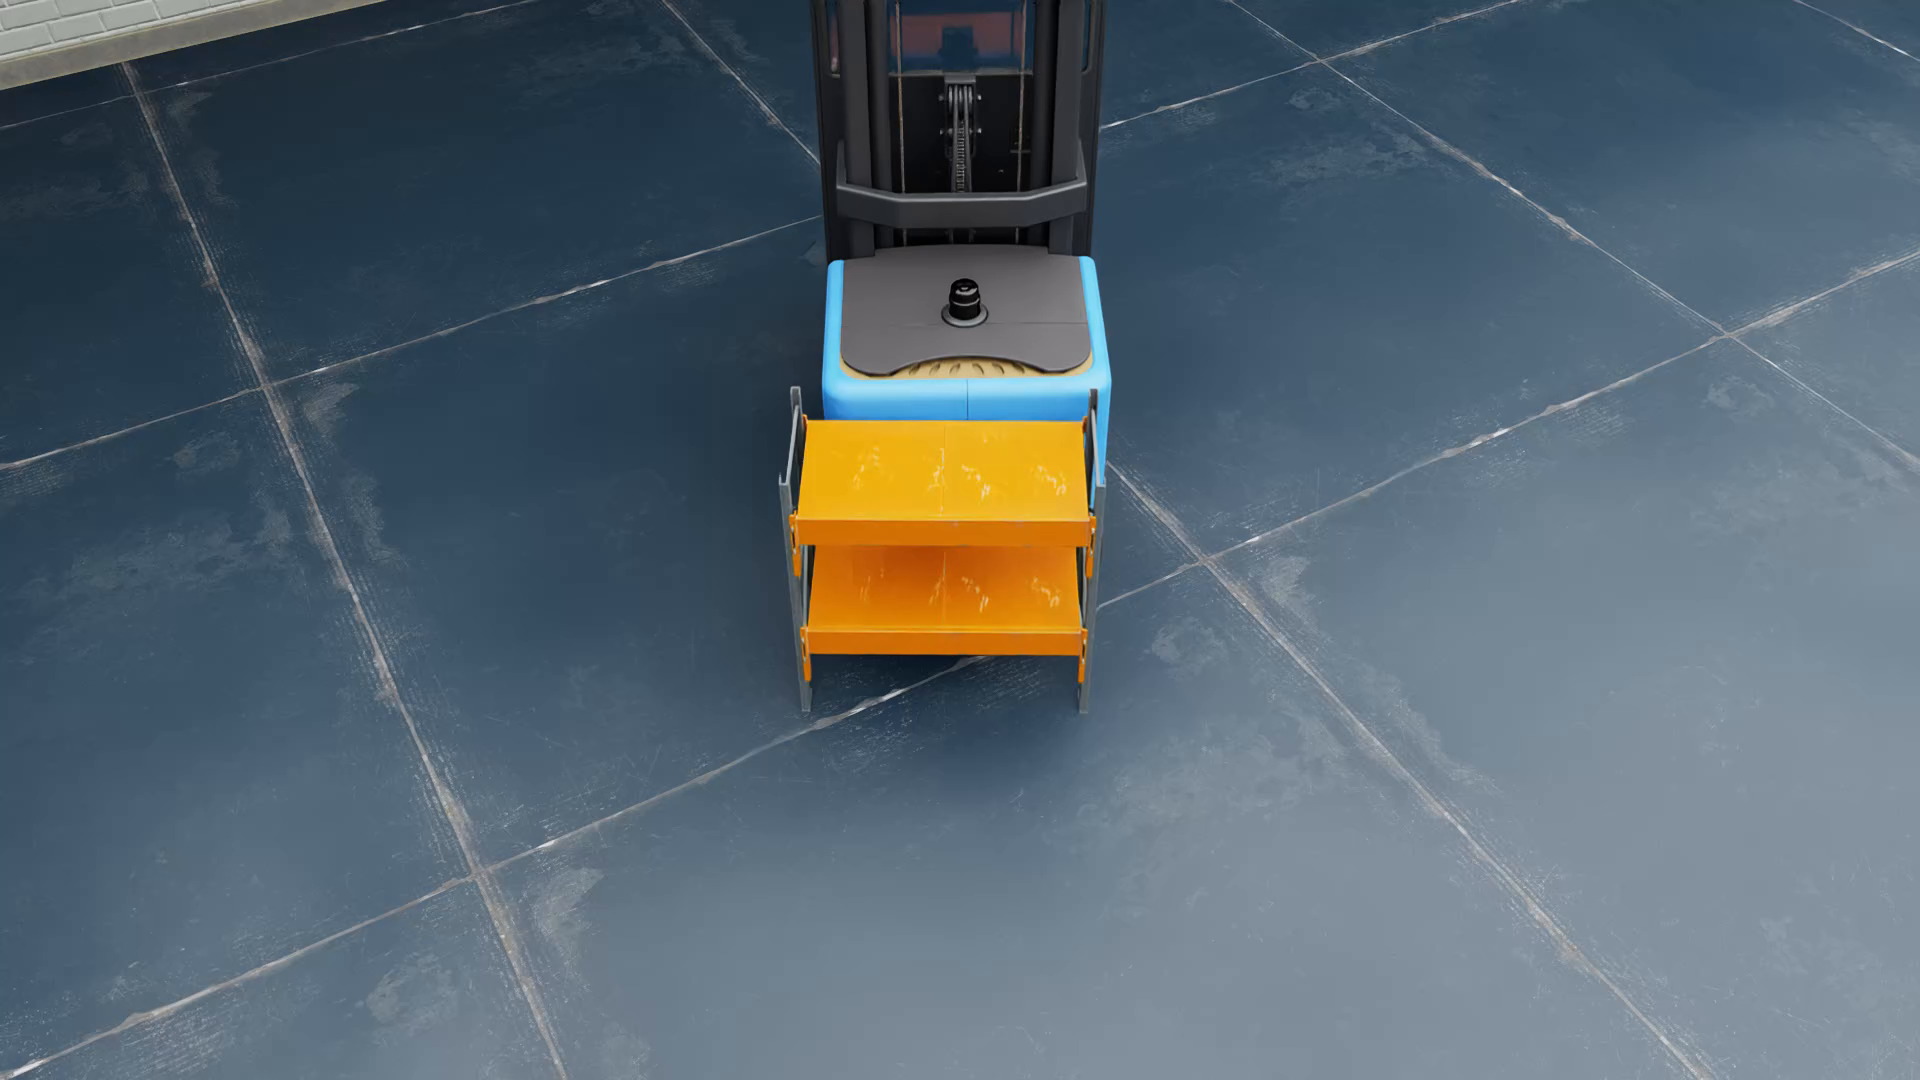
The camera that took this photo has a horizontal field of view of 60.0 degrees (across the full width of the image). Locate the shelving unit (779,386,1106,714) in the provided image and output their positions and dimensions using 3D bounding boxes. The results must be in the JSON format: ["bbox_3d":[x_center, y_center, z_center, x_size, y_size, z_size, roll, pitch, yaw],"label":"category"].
[{"bbox_3d":[-0.055,0.056,5.885,1.048,1.125,0.538,0,44,0],"label":"shelving unit"}]

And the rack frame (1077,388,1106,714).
[{"bbox_3d":[0.454,0.059,5.882,0.032,1.125,0.500,0,44,0],"label":"rack frame"}]

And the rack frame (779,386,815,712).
[{"bbox_3d":[-0.563,0.053,5.888,0.032,1.125,0.500,0,44,0],"label":"rack frame"}]

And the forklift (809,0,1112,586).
[{"bbox_3d":[-0.013,-1.851,6.552,1.130,2.935,3.031,-1,44,-1],"label":"forklift"}]

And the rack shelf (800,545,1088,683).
[{"bbox_3d":[-0.055,0.231,6.055,1.000,0.278,0.538,0,44,0],"label":"rack shelf"}]

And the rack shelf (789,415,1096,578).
[{"bbox_3d":[-0.055,-0.154,5.681,1.000,0.278,0.538,0,44,0],"label":"rack shelf"}]
